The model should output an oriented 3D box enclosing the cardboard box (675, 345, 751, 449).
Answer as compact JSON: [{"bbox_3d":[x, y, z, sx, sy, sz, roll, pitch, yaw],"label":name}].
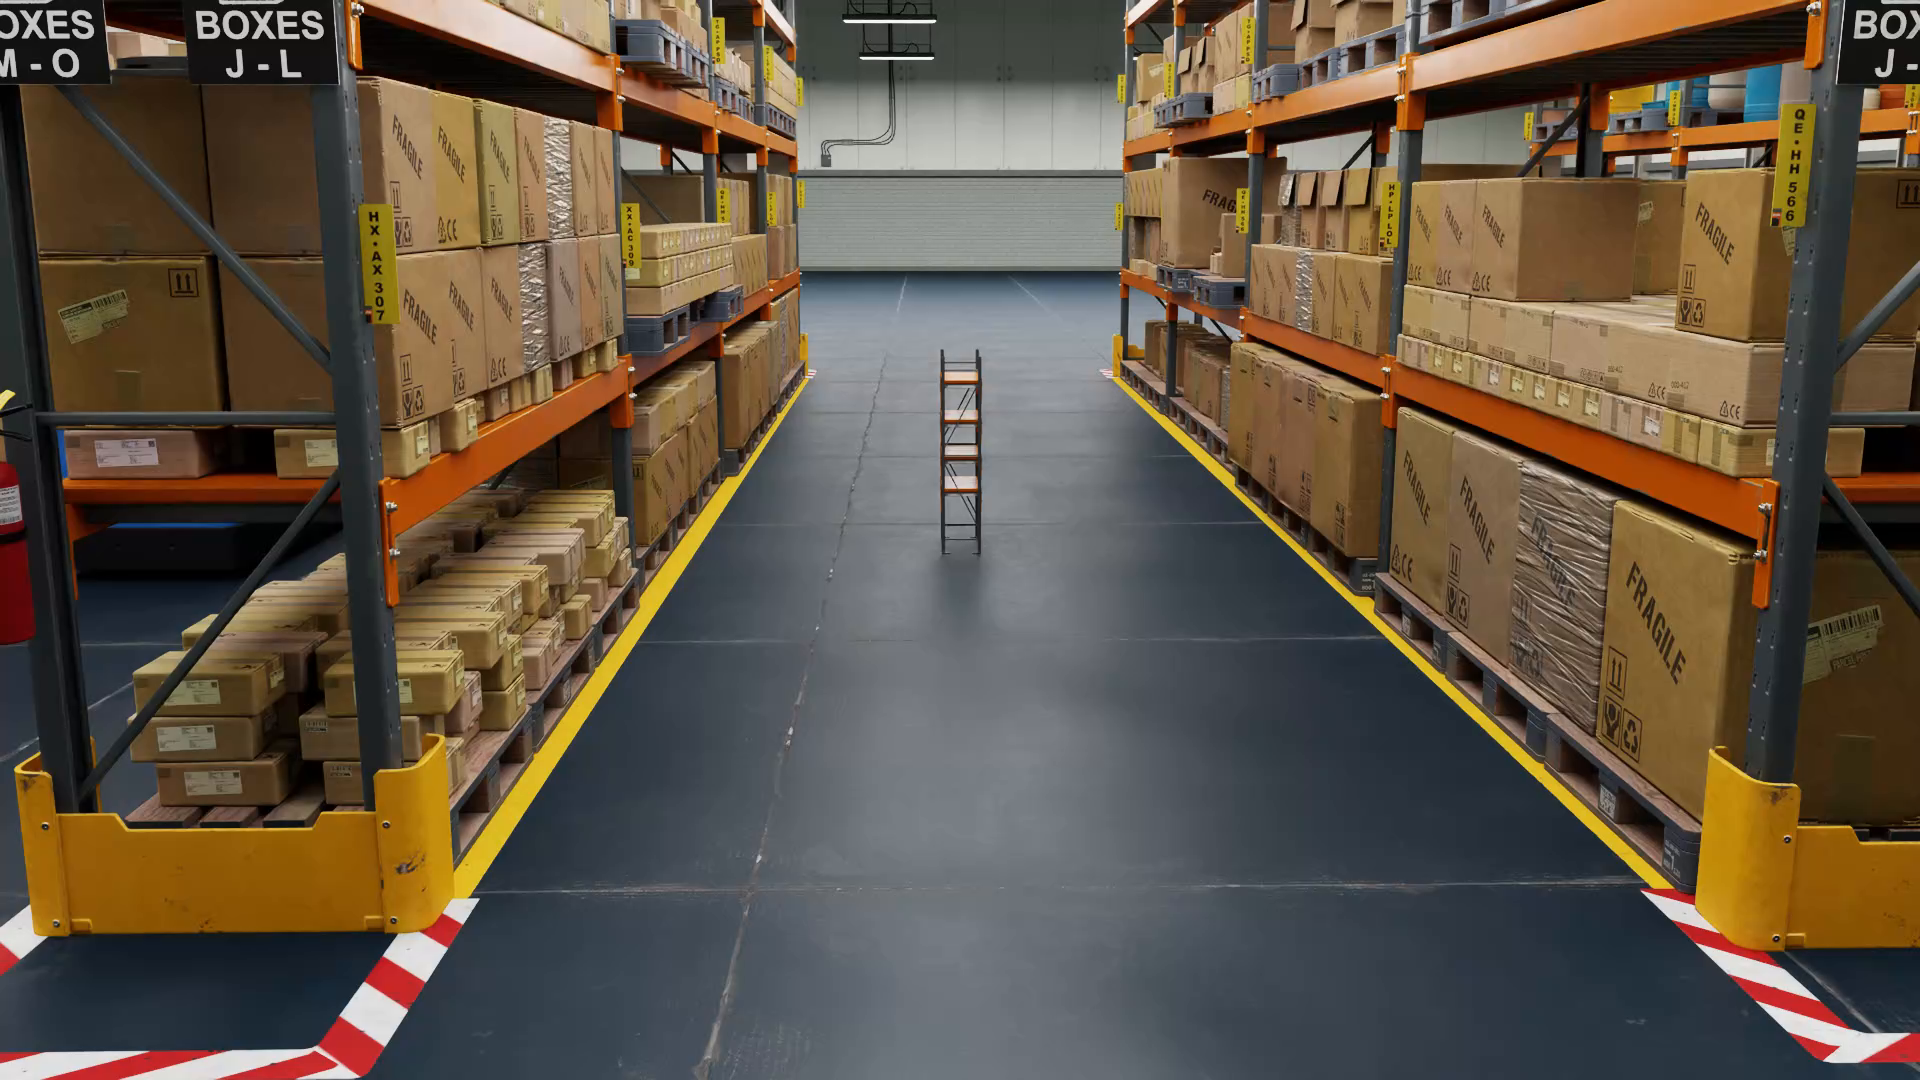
[{"bbox_3d":[-2.235,-1.149,13.279,1.050,0.750,0.750,0,11,-2],"label":"cardboard box"}]

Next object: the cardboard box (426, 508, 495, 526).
[{"bbox_3d":[-2.429,-0.055,7.902,0.380,0.149,0.250,0,11,-2],"label":"cardboard box"}]

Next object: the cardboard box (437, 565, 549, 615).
[{"bbox_3d":[-1.865,0.199,6.652,0.380,0.149,0.250,0,11,0],"label":"cardboard box"}]

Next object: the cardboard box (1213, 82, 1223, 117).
[{"bbox_3d":[2.362,-3.613,13.655,0.500,0.250,0.500,0,11,0],"label":"cardboard box"}]

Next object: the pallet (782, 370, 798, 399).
[{"bbox_3d":[-2.361,-1.747,18.640,1.003,0.211,1.213,0,11,-1],"label":"pallet"}]

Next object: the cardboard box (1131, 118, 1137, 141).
[{"bbox_3d":[2.252,-4.712,19.072,0.500,0.250,0.500,0,11,-2],"label":"cardboard box"}]

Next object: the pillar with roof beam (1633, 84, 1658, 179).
[{"bbox_3d":[13.420,-11.133,42.803,9.100,9.000,0.548,0,11,-1],"label":"pillar with roof beam"}]

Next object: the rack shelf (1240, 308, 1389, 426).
[{"bbox_3d":[2.690,-1.174,10.612,1.077,0.370,4.000,0,11,-1],"label":"rack shelf"}]

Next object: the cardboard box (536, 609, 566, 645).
[{"bbox_3d":[-1.921,0.397,7.172,0.380,0.149,0.250,0,11,0],"label":"cardboard box"}]

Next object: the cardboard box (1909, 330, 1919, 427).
[{"bbox_3d":[3.074,-0.503,5.122,0.500,0.250,0.500,-1,11,-3],"label":"cardboard box"}]

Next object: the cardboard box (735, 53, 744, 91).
[{"bbox_3d":[-2.139,-4.053,14.363,0.500,0.311,0.500,-1,11,-3],"label":"cardboard box"}]

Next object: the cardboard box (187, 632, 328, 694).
[{"bbox_3d":[-2.359,0.412,5.603,0.380,0.149,0.250,0,11,0],"label":"cardboard box"}]

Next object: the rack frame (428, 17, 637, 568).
[{"bbox_3d":[-2.230,-1.129,8.579,1.000,3.000,0.127,0,11,-1],"label":"rack frame"}]

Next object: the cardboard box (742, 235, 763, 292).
[{"bbox_3d":[-2.106,-2.565,15.407,0.500,0.500,0.500,0,11,-2],"label":"cardboard box"}]

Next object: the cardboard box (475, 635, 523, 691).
[{"bbox_3d":[-1.841,0.452,6.151,0.380,0.149,0.250,0,11,1],"label":"cardboard box"}]

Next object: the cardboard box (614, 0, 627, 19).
[{"bbox_3d":[-2.128,-2.929,8.602,0.700,0.500,0.500,0,11,-1],"label":"cardboard box"}]

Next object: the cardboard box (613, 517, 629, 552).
[{"bbox_3d":[-1.905,-0.022,8.489,0.380,0.149,0.250,0,11,0],"label":"cardboard box"}]

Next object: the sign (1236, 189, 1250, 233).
[{"bbox_3d":[2.106,-2.449,12.372,0.100,0.325,0.005,0,11,-1],"label":"sign"}]

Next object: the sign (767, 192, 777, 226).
[{"bbox_3d":[-1.853,-3.252,16.331,0.100,0.325,0.005,0,11,-1],"label":"sign"}]

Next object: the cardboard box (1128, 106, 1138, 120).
[{"bbox_3d":[2.167,-4.999,19.485,0.380,0.149,0.250,0,11,0],"label":"cardboard box"}]

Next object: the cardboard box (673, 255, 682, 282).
[{"bbox_3d":[-1.791,-1.540,9.435,0.380,0.149,0.250,0,11,0],"label":"cardboard box"}]

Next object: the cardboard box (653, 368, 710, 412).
[{"bbox_3d":[-2.015,-1.037,11.471,0.500,0.250,0.500,0,11,0],"label":"cardboard box"}]

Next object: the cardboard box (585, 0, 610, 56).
[{"bbox_3d":[-1.949,-2.429,7.820,0.500,0.250,0.500,0,11,0],"label":"cardboard box"}]

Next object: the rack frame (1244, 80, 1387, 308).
[{"bbox_3d":[2.649,-1.924,12.500,1.000,3.000,0.127,0,11,-1],"label":"rack frame"}]

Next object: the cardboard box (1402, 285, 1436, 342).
[{"bbox_3d":[2.479,-1.107,8.100,0.500,0.250,0.500,0,11,-2],"label":"cardboard box"}]

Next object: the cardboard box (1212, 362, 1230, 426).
[{"bbox_3d":[2.572,-1.271,14.459,0.700,0.500,0.500,1,11,4],"label":"cardboard box"}]

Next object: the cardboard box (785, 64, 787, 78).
[{"bbox_3d":[-2.105,-5.188,18.364,0.380,0.149,0.250,0,11,-2],"label":"cardboard box"}]

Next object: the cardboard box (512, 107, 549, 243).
[{"bbox_3d":[-1.910,-1.414,6.470,0.500,0.500,0.500,-1,11,-3],"label":"cardboard box"}]

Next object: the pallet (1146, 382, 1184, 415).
[{"bbox_3d":[2.517,-1.486,17.354,1.003,0.211,1.213,0,11,-1],"label":"pallet"}]

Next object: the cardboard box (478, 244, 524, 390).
[{"bbox_3d":[-1.914,-0.823,6.070,0.500,0.500,0.500,0,11,0],"label":"cardboard box"}]

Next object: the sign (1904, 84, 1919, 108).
[{"bbox_3d":[7.051,-3.360,12.294,0.100,0.325,0.005,0,11,-1],"label":"sign"}]

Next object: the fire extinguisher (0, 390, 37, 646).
[{"bbox_3d":[-2.603,-0.061,4.448,0.296,0.674,0.183,0,11,-1],"label":"fire extinguisher"}]

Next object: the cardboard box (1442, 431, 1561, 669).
[{"bbox_3d":[2.684,0.017,7.220,0.875,0.875,0.875,0,11,-1],"label":"cardboard box"}]

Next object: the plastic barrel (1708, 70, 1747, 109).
[{"bbox_3d":[7.705,-4.557,16.594,0.421,0.512,0.421,0,11,0],"label":"plastic barrel"}]

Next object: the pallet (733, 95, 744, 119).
[{"bbox_3d":[-2.405,-3.652,13.944,1.003,0.211,1.213,0,11,1],"label":"pallet"}]

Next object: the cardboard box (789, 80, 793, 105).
[{"bbox_3d":[-2.179,-5.116,19.008,0.500,0.250,0.500,0,11,-1],"label":"cardboard box"}]

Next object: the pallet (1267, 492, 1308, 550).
[{"bbox_3d":[2.612,-0.159,10.810,1.003,0.211,1.213,0,11,-1],"label":"pallet"}]

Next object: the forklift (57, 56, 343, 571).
[{"bbox_3d":[-4.592,-1.498,10.572,1.130,2.935,3.031,0,11,-1],"label":"forklift"}]

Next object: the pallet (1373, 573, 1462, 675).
[{"bbox_3d":[2.669,0.389,8.111,1.003,0.211,1.213,0,11,-1],"label":"pallet"}]

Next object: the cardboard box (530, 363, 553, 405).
[{"bbox_3d":[-1.885,-0.639,6.798,0.380,0.149,0.250,0,11,0],"label":"cardboard box"}]

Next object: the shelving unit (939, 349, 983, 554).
[{"bbox_3d":[0.003,-0.555,10.278,0.258,1.200,0.503,0,11,-1],"label":"shelving unit"}]

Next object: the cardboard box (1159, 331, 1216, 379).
[{"bbox_3d":[2.487,-2.017,18.186,0.500,0.500,0.500,-1,12,-6],"label":"cardboard box"}]

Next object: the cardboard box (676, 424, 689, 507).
[{"bbox_3d":[-2.017,-0.467,10.546,0.500,0.500,0.500,0,11,0],"label":"cardboard box"}]

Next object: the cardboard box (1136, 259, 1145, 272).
[{"bbox_3d":[2.253,-3.185,19.344,0.380,0.149,0.250,0,11,-1],"label":"cardboard box"}]

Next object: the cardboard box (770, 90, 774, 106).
[{"bbox_3d":[-2.070,-4.446,16.710,0.380,0.149,0.250,0,11,-1],"label":"cardboard box"}]

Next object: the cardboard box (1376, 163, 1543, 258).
[{"bbox_3d":[2.710,-1.797,9.096,0.797,0.503,0.637,-1,11,-3],"label":"cardboard box"}]

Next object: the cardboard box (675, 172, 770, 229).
[{"bbox_3d":[-2.368,-3.395,16.657,0.875,0.550,0.550,0,11,-1],"label":"cardboard box"}]

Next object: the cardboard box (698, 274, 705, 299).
[{"bbox_3d":[-1.812,-1.601,10.484,0.380,0.149,0.250,-1,11,-4],"label":"cardboard box"}]

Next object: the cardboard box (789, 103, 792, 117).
[{"bbox_3d":[-2.117,-4.900,18.947,0.380,0.149,0.250,0,11,-1],"label":"cardboard box"}]

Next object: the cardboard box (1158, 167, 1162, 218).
[{"bbox_3d":[2.282,-3.492,16.715,0.500,0.500,0.500,0,11,-1],"label":"cardboard box"}]

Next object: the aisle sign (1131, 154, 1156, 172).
[{"bbox_3d":[2.182,-4.800,20.134,0.394,0.787,0.004,0,11,-1],"label":"aisle sign"}]

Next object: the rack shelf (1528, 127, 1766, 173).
[{"bbox_3d":[7.477,-4.255,18.252,1.077,0.370,4.000,0,11,-1],"label":"rack shelf"}]

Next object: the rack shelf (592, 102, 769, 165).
[{"bbox_3d":[-2.354,-3.439,14.231,1.077,0.370,4.000,0,11,-1],"label":"rack shelf"}]

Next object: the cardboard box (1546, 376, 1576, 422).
[{"bbox_3d":[2.449,-0.535,6.283,0.380,0.149,0.250,0,11,-1],"label":"cardboard box"}]

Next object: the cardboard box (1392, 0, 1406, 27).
[{"bbox_3d":[2.709,-2.969,8.798,0.700,0.500,0.500,0,11,0],"label":"cardboard box"}]

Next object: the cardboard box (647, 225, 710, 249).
[{"bbox_3d":[-1.819,-1.946,10.684,0.380,0.149,0.250,0,11,2],"label":"cardboard box"}]

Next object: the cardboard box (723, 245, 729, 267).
[{"bbox_3d":[-1.840,-2.003,11.716,0.380,0.149,0.250,0,11,1],"label":"cardboard box"}]
